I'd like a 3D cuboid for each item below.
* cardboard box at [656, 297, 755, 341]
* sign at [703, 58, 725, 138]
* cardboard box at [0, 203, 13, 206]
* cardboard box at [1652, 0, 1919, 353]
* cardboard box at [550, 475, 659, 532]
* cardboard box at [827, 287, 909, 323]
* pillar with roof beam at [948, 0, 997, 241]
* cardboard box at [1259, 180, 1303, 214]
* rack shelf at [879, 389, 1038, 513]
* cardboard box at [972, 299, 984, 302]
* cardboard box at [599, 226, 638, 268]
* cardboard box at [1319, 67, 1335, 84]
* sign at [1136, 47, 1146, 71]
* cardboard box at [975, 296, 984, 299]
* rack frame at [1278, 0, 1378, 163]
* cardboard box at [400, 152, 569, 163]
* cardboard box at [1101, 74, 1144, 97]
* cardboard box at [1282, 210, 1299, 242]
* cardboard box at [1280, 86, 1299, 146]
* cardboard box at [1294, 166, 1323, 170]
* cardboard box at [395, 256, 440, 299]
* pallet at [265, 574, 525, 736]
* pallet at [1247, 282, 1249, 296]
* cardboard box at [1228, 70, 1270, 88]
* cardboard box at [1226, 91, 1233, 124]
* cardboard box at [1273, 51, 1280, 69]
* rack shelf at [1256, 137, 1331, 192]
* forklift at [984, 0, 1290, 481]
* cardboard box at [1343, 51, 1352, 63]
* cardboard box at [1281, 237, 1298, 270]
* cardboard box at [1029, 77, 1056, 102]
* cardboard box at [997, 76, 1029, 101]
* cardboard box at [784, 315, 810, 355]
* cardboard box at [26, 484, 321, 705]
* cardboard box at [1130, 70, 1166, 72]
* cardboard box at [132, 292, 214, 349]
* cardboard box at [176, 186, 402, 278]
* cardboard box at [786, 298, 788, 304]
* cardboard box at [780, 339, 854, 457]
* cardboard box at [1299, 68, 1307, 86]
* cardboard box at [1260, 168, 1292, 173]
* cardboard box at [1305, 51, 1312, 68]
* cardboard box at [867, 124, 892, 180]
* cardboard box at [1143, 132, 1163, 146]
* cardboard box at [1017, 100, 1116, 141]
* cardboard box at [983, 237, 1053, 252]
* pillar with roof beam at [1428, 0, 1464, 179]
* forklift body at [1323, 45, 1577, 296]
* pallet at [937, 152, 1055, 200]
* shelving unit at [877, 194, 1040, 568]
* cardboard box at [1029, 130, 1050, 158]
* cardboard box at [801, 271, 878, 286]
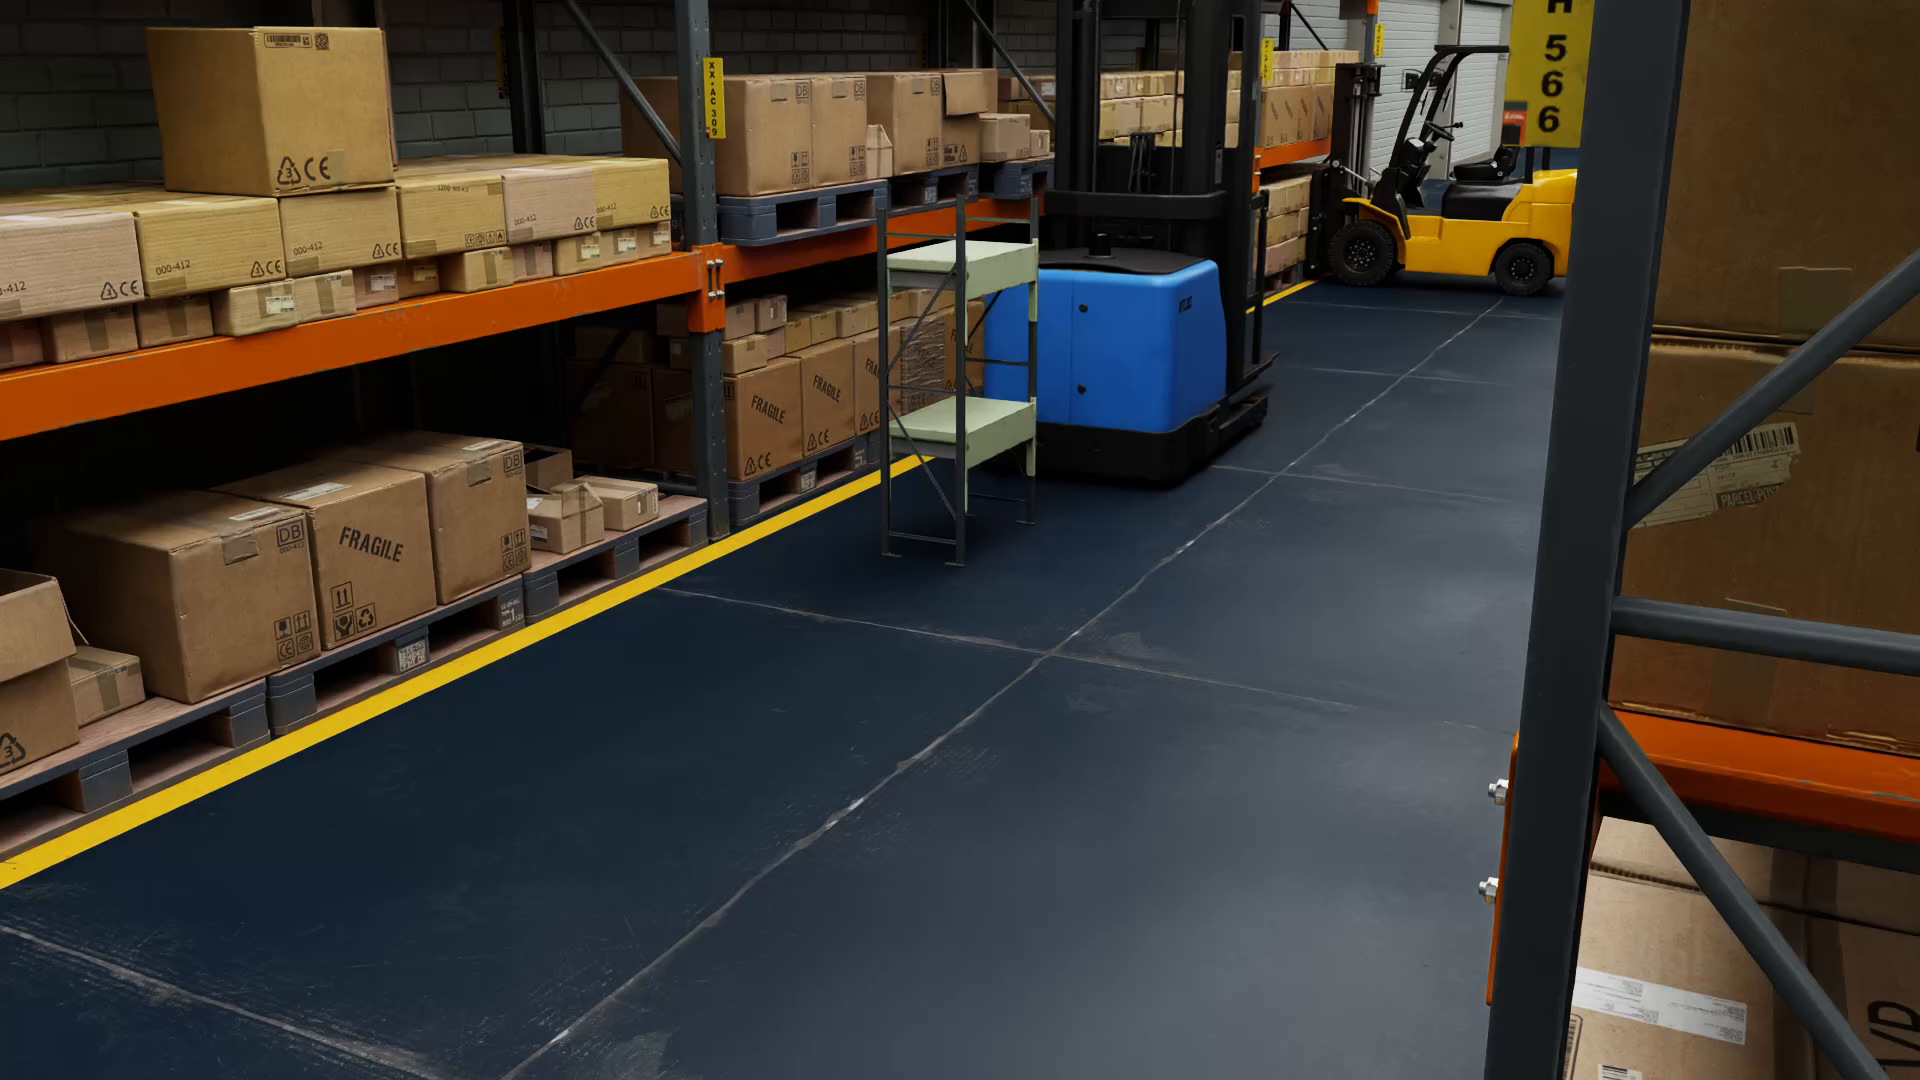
[{"bbox_3d":[-1.177,-1.024,7.696,0.380,0.149,0.250,8,18,24],"label":"cardboard box"},{"bbox_3d":[-1.032,-1.851,6.966,0.100,0.325,0.005,8,18,25],"label":"sign"},{"bbox_3d":[-3.109,-0.837,4.814,0.500,0.250,0.500,8,18,26],"label":"cardboard box"},{"bbox_3d":[1.136,-0.533,2.121,0.500,0.500,0.500,9,19,27],"label":"cardboard box"},{"bbox_3d":[-1.507,-0.158,7.058,0.380,0.149,0.250,7,18,24],"label":"cardboard box"},{"bbox_3d":[-0.501,-1.287,9.103,0.380,0.149,0.250,8,18,26],"label":"cardboard box"},{"bbox_3d":[3.894,-5.296,9.551,9.100,9.000,0.400,8,18,25],"label":"pillar with roof beam"},{"bbox_3d":[2.788,-3.115,15.080,0.500,0.250,0.500,8,18,25],"label":"cardboard box"},{"bbox_3d":[0.003,-0.408,7.409,0.431,0.370,0.720,8,18,25],"label":"rack shelf"},{"bbox_3d":[0.037,-1.263,10.162,0.500,0.500,0.500,8,18,25],"label":"cardboard box"},{"bbox_3d":[-1.535,-1.200,6.737,0.380,0.149,0.250,9,19,27],"label":"cardboard box"},{"bbox_3d":[3.385,-4.464,15.972,0.380,0.149,0.250,8,18,26],"label":"cardboard box"},{"bbox_3d":[1.556,-4.063,14.278,0.100,0.325,0.005,8,18,25],"label":"sign"},{"bbox_3d":[0.021,-1.543,9.963,0.380,0.149,0.250,7,18,24],"label":"cardboard box"},{"bbox_3d":[3.841,-4.559,17.606,1.000,3.000,0.127,8,18,25],"label":"rack frame"},{"bbox_3d":[-1.984,-1.481,6.985,0.500,0.250,0.500,8,18,25],"label":"cardboard box"},{"bbox_3d":[1.073,-3.197,11.705,0.380,0.149,0.250,8,18,26],"label":"cardboard box"},{"bbox_3d":[2.769,-2.876,15.152,0.500,0.250,0.500,8,18,25],"label":"cardboard box"},{"bbox_3d":[2.703,-3.803,14.884,0.500,0.500,0.500,8,19,26],"label":"cardboard box"},{"bbox_3d":[3.691,-3.634,16.827,0.500,0.250,0.500,8,19,26],"label":"cardboard box"},{"bbox_3d":[-2.075,-0.947,5.885,0.380,0.149,0.250,8,18,26],"label":"cardboard box"},{"bbox_3d":[-2.373,0.321,6.073,1.003,0.211,1.213,8,18,25],"label":"pallet"},{"bbox_3d":[1.759,-2.011,13.924,1.003,0.211,1.213,8,18,25],"label":"pallet"},{"bbox_3d":[2.431,-3.947,14.230,0.380,0.149,0.250,8,18,24],"label":"cardboard box"},{"bbox_3d":[1.839,-3.419,13.151,0.500,0.250,0.500,8,18,24],"label":"cardboard box"},{"bbox_3d":[2.603,-4.229,14.659,0.380,0.149,0.250,8,18,24],"label":"cardboard box"},{"bbox_3d":[2.947,-3.705,15.993,1.077,0.370,4.000,8,18,25],"label":"rack shelf"},{"bbox_3d":[1.173,-2.080,9.378,1.130,2.935,3.031,7,18,23],"label":"forklift"},{"bbox_3d":[3.694,-4.806,16.599,0.380,0.149,0.250,9,19,27],"label":"cardboard box"},{"bbox_3d":[2.779,-2.636,15.223,0.500,0.250,0.500,8,18,24],"label":"cardboard box"},{"bbox_3d":[0.672,-2.924,10.786,0.380,0.149,0.250,9,19,27],"label":"cardboard box"},{"bbox_3d":[0.230,-2.989,11.004,0.380,0.149,0.250,9,19,27],"label":"cardboard box"},{"bbox_3d":[-0.964,-1.021,8.208,0.380,0.149,0.250,7,18,23],"label":"cardboard box"},{"bbox_3d":[-2.534,0.157,5.381,0.700,0.500,0.500,9,19,28],"label":"cardboard box"},{"bbox_3d":[1.538,-3.775,13.652,0.380,0.149,0.250,7,18,24],"label":"cardboard box"},{"bbox_3d":[-2.476,-0.679,4.984,0.380,0.149,0.250,8,19,26],"label":"cardboard box"},{"bbox_3d":[-2.207,-1.027,5.454,0.500,0.250,0.500,8,18,24],"label":"cardboard box"},{"bbox_3d":[-1.139,-1.210,8.842,0.380,0.149,0.250,9,19,27],"label":"cardboard box"},{"bbox_3d":[-0.875,-0.737,8.390,0.500,0.500,0.500,8,18,25],"label":"cardboard box"},{"bbox_3d":[2.932,-4.203,15.092,0.380,0.149,0.250,8,18,25],"label":"cardboard box"},{"bbox_3d":[3.004,-3.570,16.610,0.500,0.250,0.500,8,18,25],"label":"cardboard box"},{"bbox_3d":[3.062,-4.489,15.533,0.380,0.149,0.250,8,18,26],"label":"cardboard box"},{"bbox_3d":[-0.557,-1.945,8.301,0.396,0.266,0.258,9,19,28],"label":"cardboard box"},{"bbox_3d":[1.136,-2.791,11.917,0.500,0.250,0.500,7,18,24],"label":"cardboard box"},{"bbox_3d":[0.705,-2.768,10.961,0.500,0.250,0.500,8,18,25],"label":"cardboard box"},{"bbox_3d":[0.557,-1.742,11.553,0.875,0.625,0.625,9,19,27],"label":"cardboard box"},{"bbox_3d":[11.937,-9.881,24.988,9.100,9.000,0.400,8,18,25],"label":"pillar with roof beam"},{"bbox_3d":[4.626,-3.437,15.319,2.313,2.155,1.214,8,18,25],"label":"forklift body"},{"bbox_3d":[0.026,-2.248,10.161,1.213,0.211,1.003,8,18,25],"label":"pallet"},{"bbox_3d":[0.003,-0.721,7.317,0.431,1.500,0.755,8,18,25],"label":"shelving unit"},{"bbox_3d":[0.316,-2.386,9.994,0.380,0.149,0.250,8,19,26],"label":"cardboard box"},{"bbox_3d":[-0.706,-1.474,9.733,0.380,0.149,0.250,8,18,24],"label":"cardboard box"}]
